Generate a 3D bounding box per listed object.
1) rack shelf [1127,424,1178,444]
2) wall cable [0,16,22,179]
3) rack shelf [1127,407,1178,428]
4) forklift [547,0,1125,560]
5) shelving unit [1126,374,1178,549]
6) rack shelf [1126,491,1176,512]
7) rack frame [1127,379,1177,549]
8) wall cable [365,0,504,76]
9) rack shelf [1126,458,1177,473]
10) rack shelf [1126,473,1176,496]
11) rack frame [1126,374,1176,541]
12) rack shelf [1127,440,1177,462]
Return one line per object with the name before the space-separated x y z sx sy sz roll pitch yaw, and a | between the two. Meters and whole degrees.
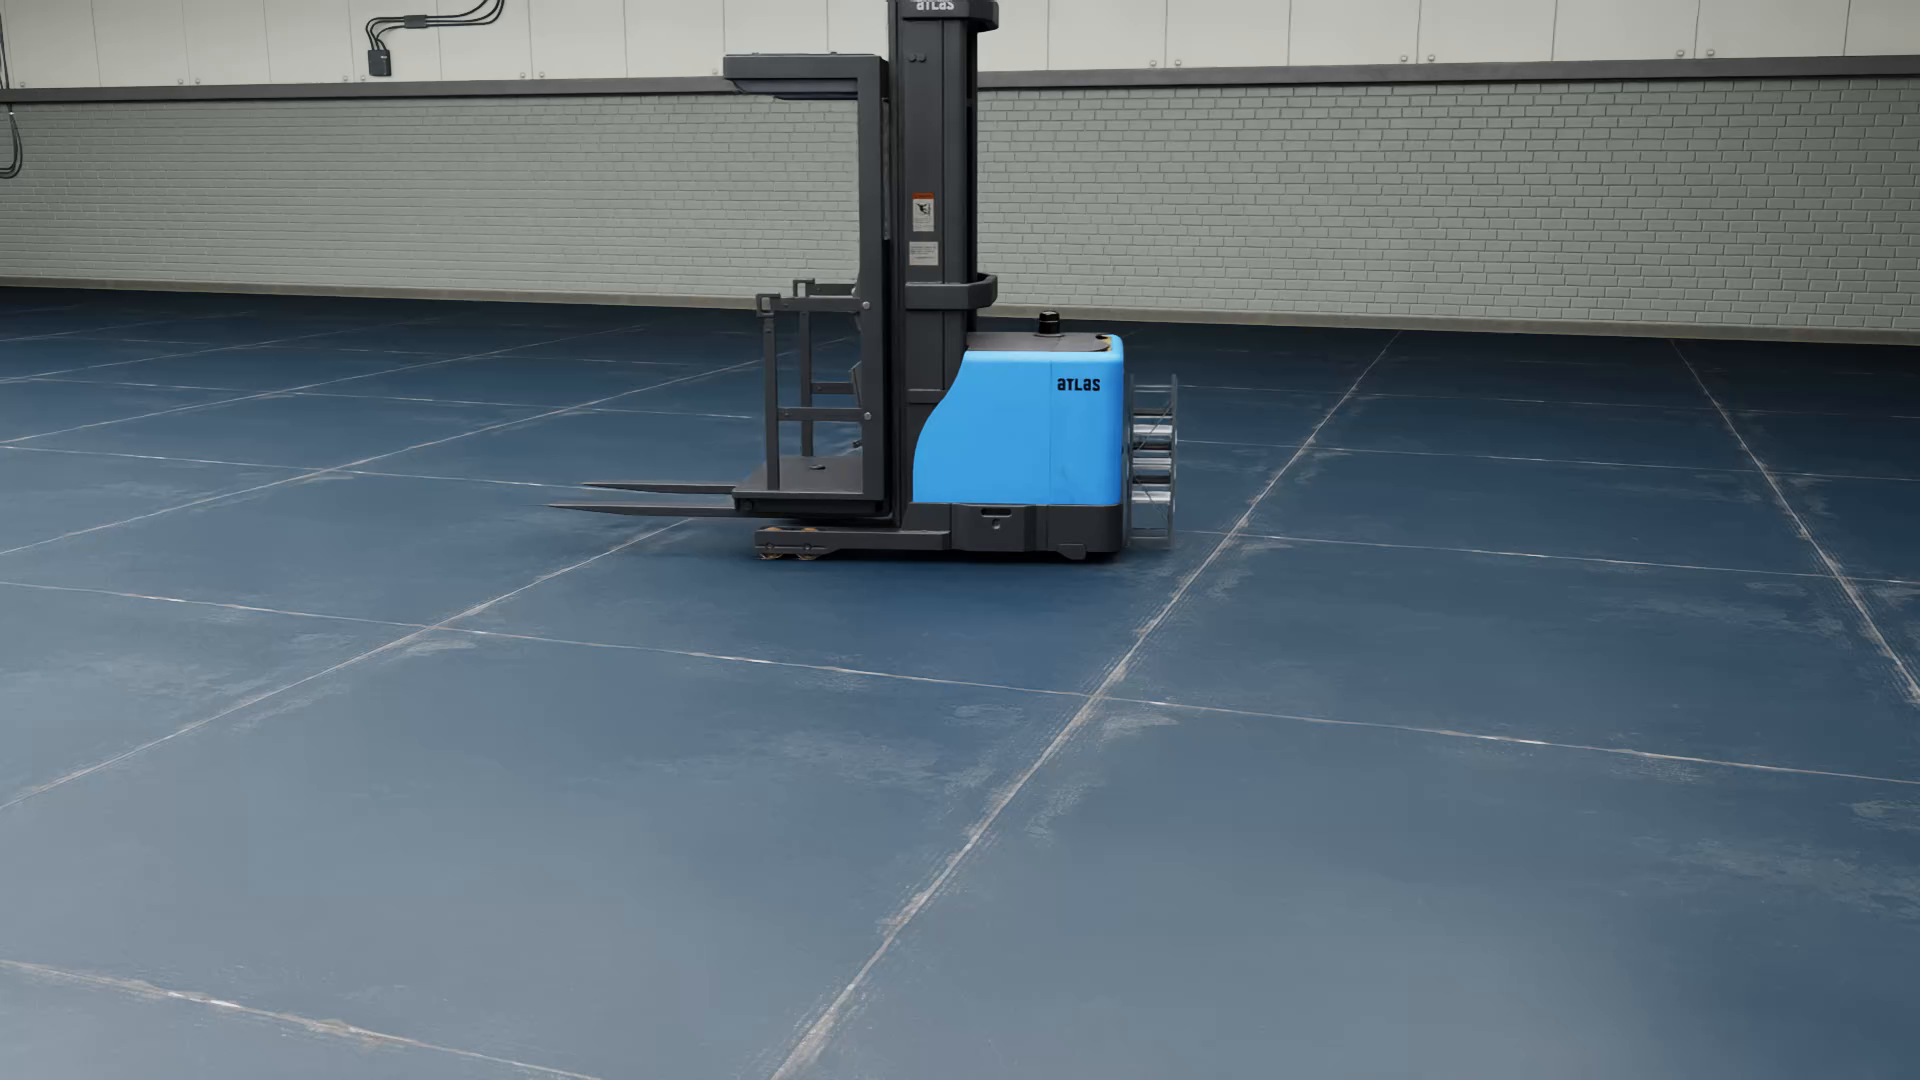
rack shelf | 1.010 -0.558 8.749 0.258 0.077 0.200 1 13 5
wall cable | -16.407 -7.077 26.749 3.097 2.526 0.112 4 14 18
rack shelf | 1.010 -0.645 8.729 0.258 0.077 0.200 1 13 5
forklift | -0.645 -1.440 8.708 3.031 2.935 1.130 1 13 5
shelving unit | 1.010 -0.415 8.782 0.258 0.900 0.210 1 13 5
rack shelf | 1.010 -0.207 8.829 0.258 0.077 0.200 1 13 5
rack frame | 1.001 -0.392 8.683 0.240 0.900 0.006 1 13 5
wall cable | -7.430 -9.562 23.016 2.305 6.003 0.169 4 14 18
rack shelf | 1.010 -0.382 8.789 0.258 0.077 0.200 1 13 5
rack shelf | 1.010 -0.294 8.809 0.258 0.077 0.200 1 13 5
rack frame | 1.019 -0.437 8.880 0.240 0.900 0.006 1 13 5
rack shelf | 1.010 -0.470 8.769 0.258 0.077 0.200 1 13 5
